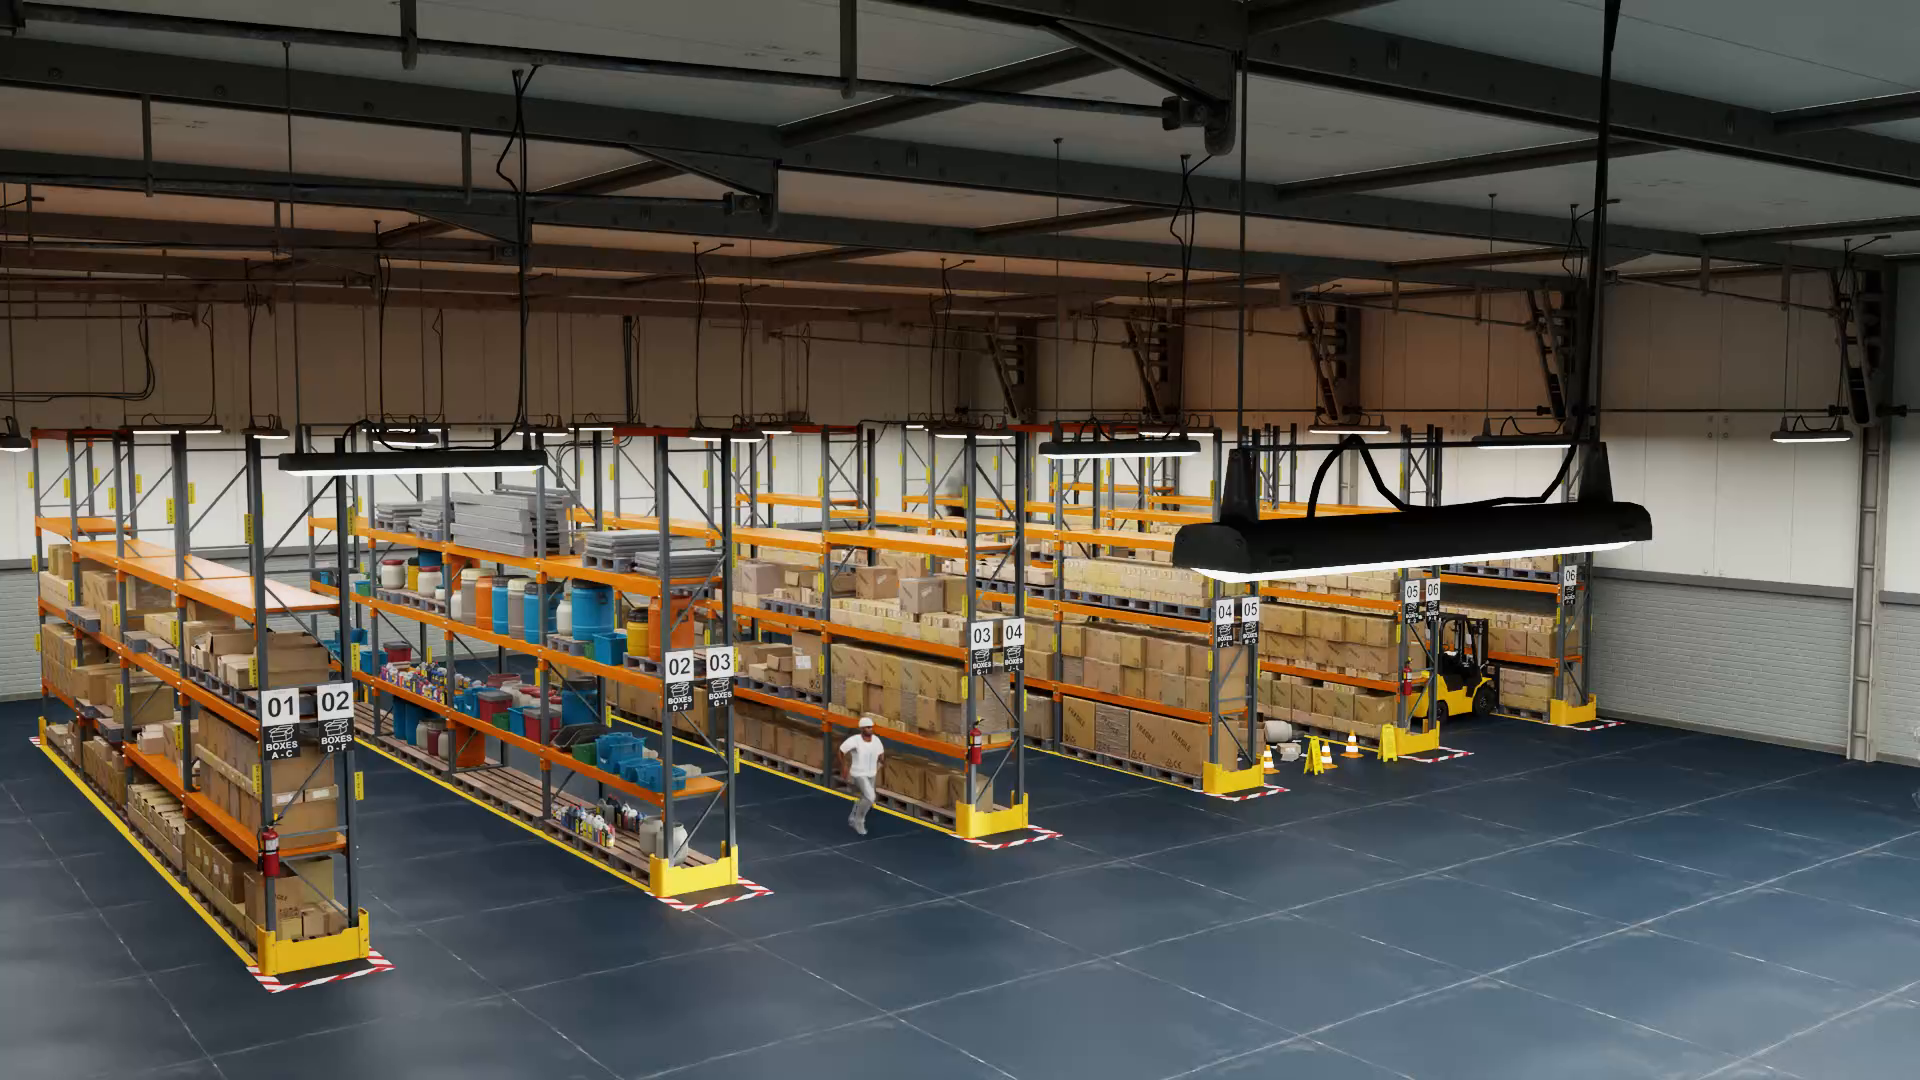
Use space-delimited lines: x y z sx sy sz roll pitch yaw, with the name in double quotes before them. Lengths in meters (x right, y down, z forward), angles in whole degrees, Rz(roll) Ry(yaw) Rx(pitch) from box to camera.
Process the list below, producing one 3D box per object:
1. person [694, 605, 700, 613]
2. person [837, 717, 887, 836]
"person" -6.388 2.360 40.003 0.733 1.667 0.648 1 5 11
"person" -1.411 3.514 24.762 0.666 1.768 0.777 -4 6 -45
